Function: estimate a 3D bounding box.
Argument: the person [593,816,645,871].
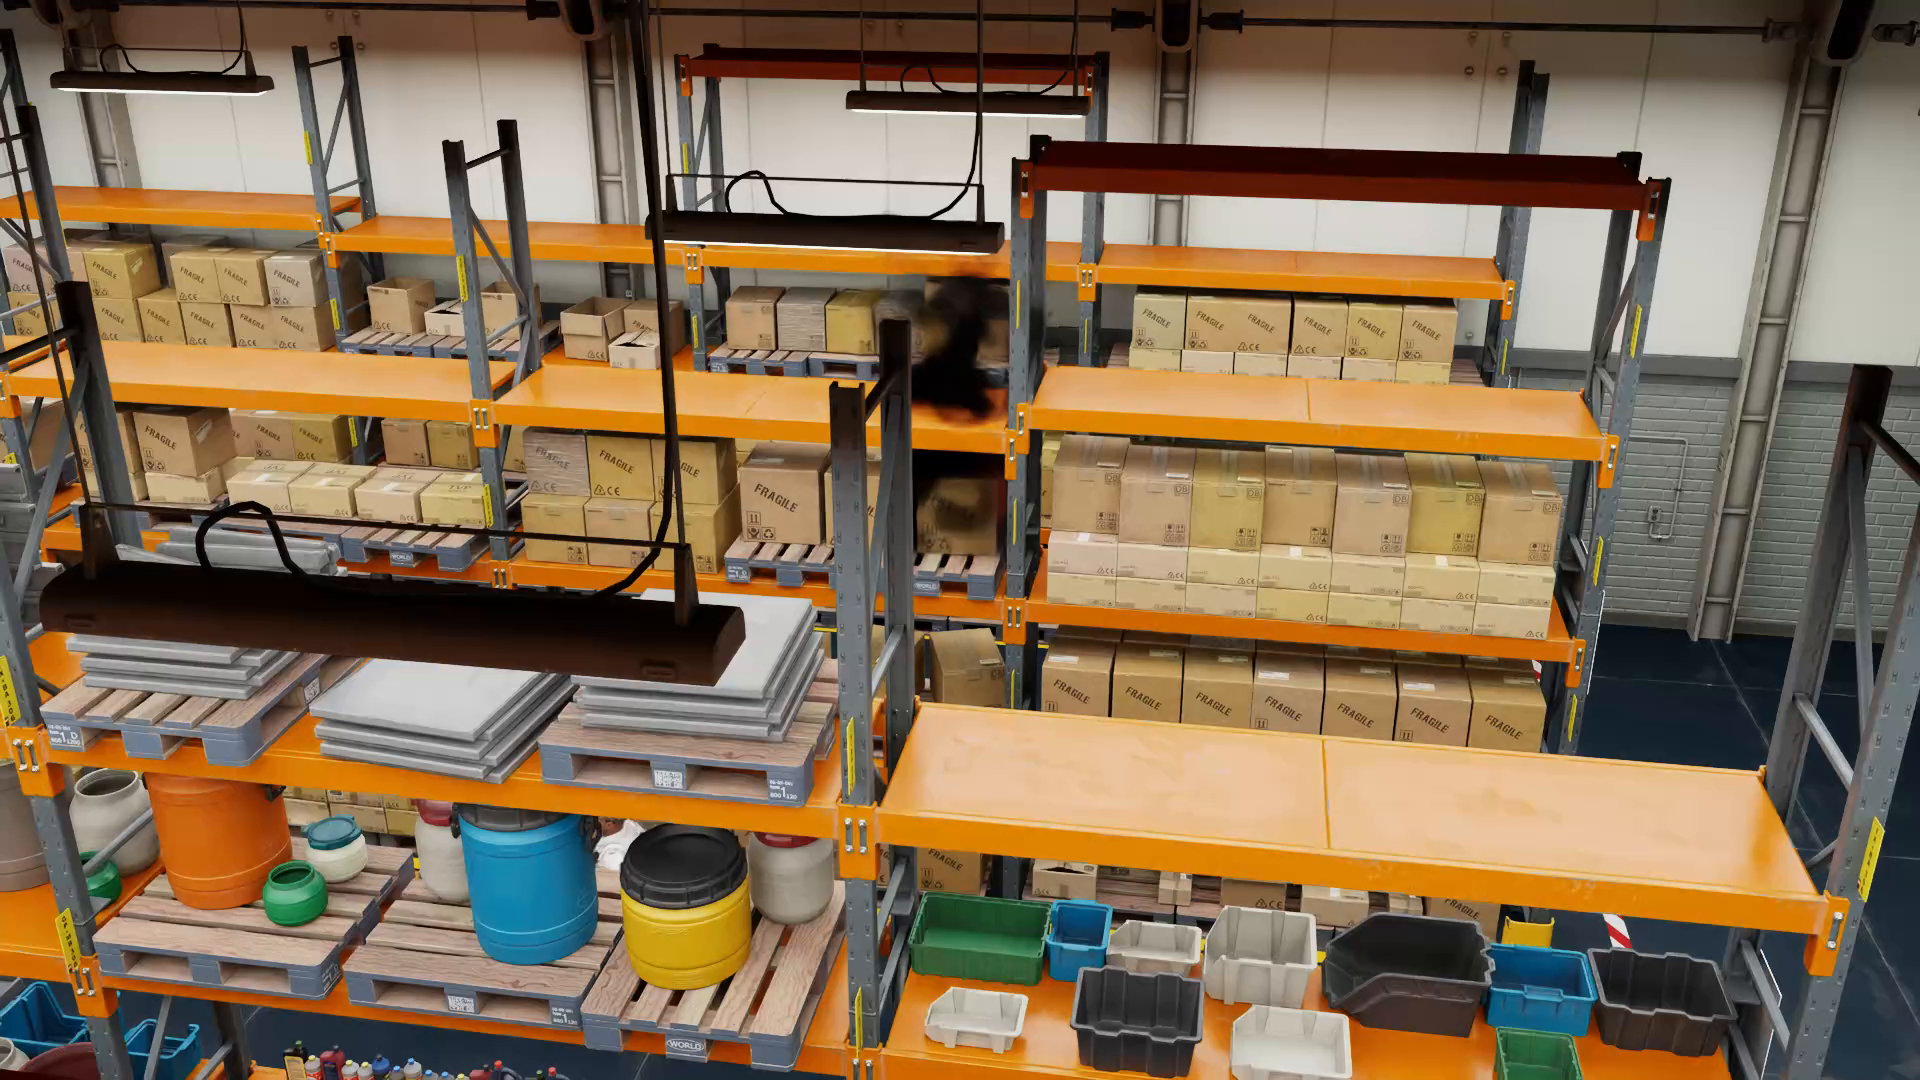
[{"bbox_3d":[-2.414,2.517,11.492,0.505,1.753,0.672,0,23,-1],"label":"person"}]
